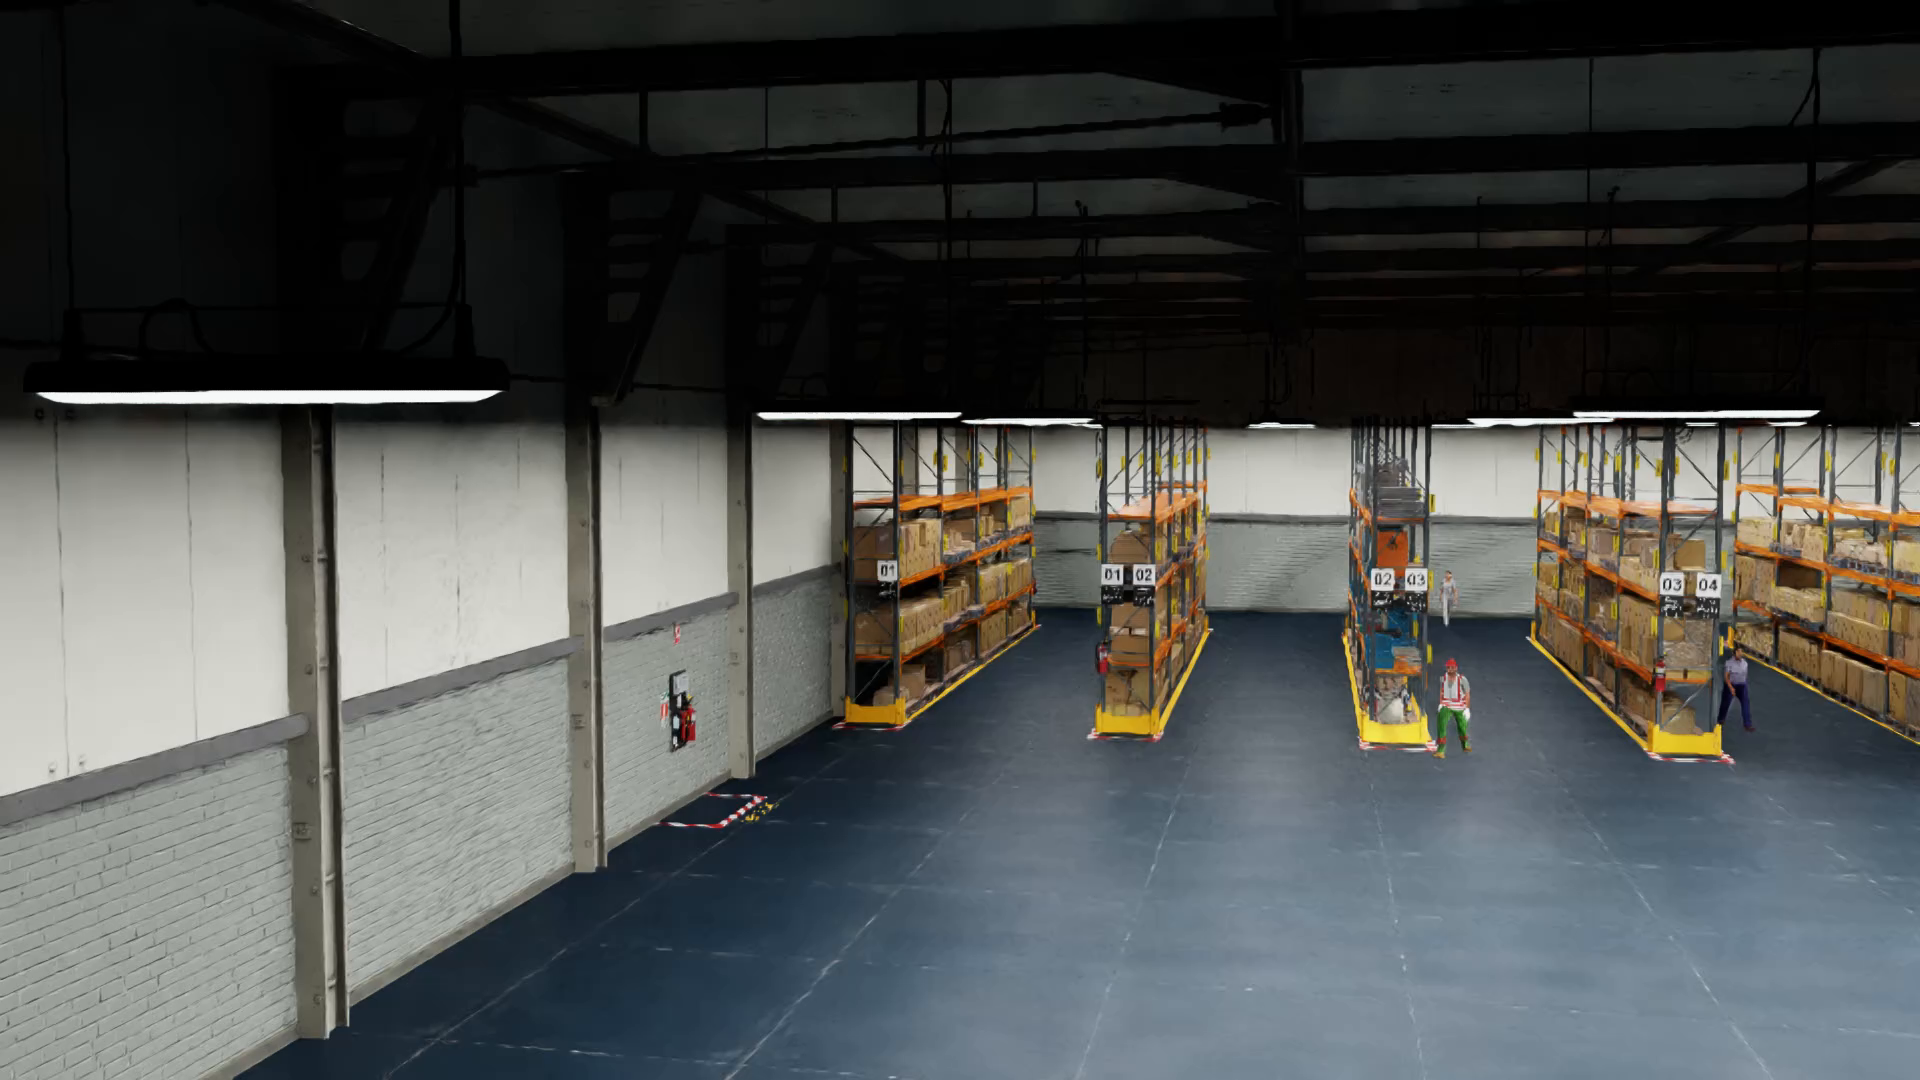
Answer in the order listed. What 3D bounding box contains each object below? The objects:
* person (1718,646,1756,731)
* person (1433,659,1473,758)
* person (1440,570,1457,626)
[{"bbox_3d":[14.780,2.809,31.697,0.478,1.580,1.000,0,4,3],"label":"person"},{"bbox_3d":[8.640,2.926,29.105,0.596,1.734,0.987,2,4,32],"label":"person"},{"bbox_3d":[14.240,1.686,48.470,0.453,1.612,1.019,1,4,11],"label":"person"}]
